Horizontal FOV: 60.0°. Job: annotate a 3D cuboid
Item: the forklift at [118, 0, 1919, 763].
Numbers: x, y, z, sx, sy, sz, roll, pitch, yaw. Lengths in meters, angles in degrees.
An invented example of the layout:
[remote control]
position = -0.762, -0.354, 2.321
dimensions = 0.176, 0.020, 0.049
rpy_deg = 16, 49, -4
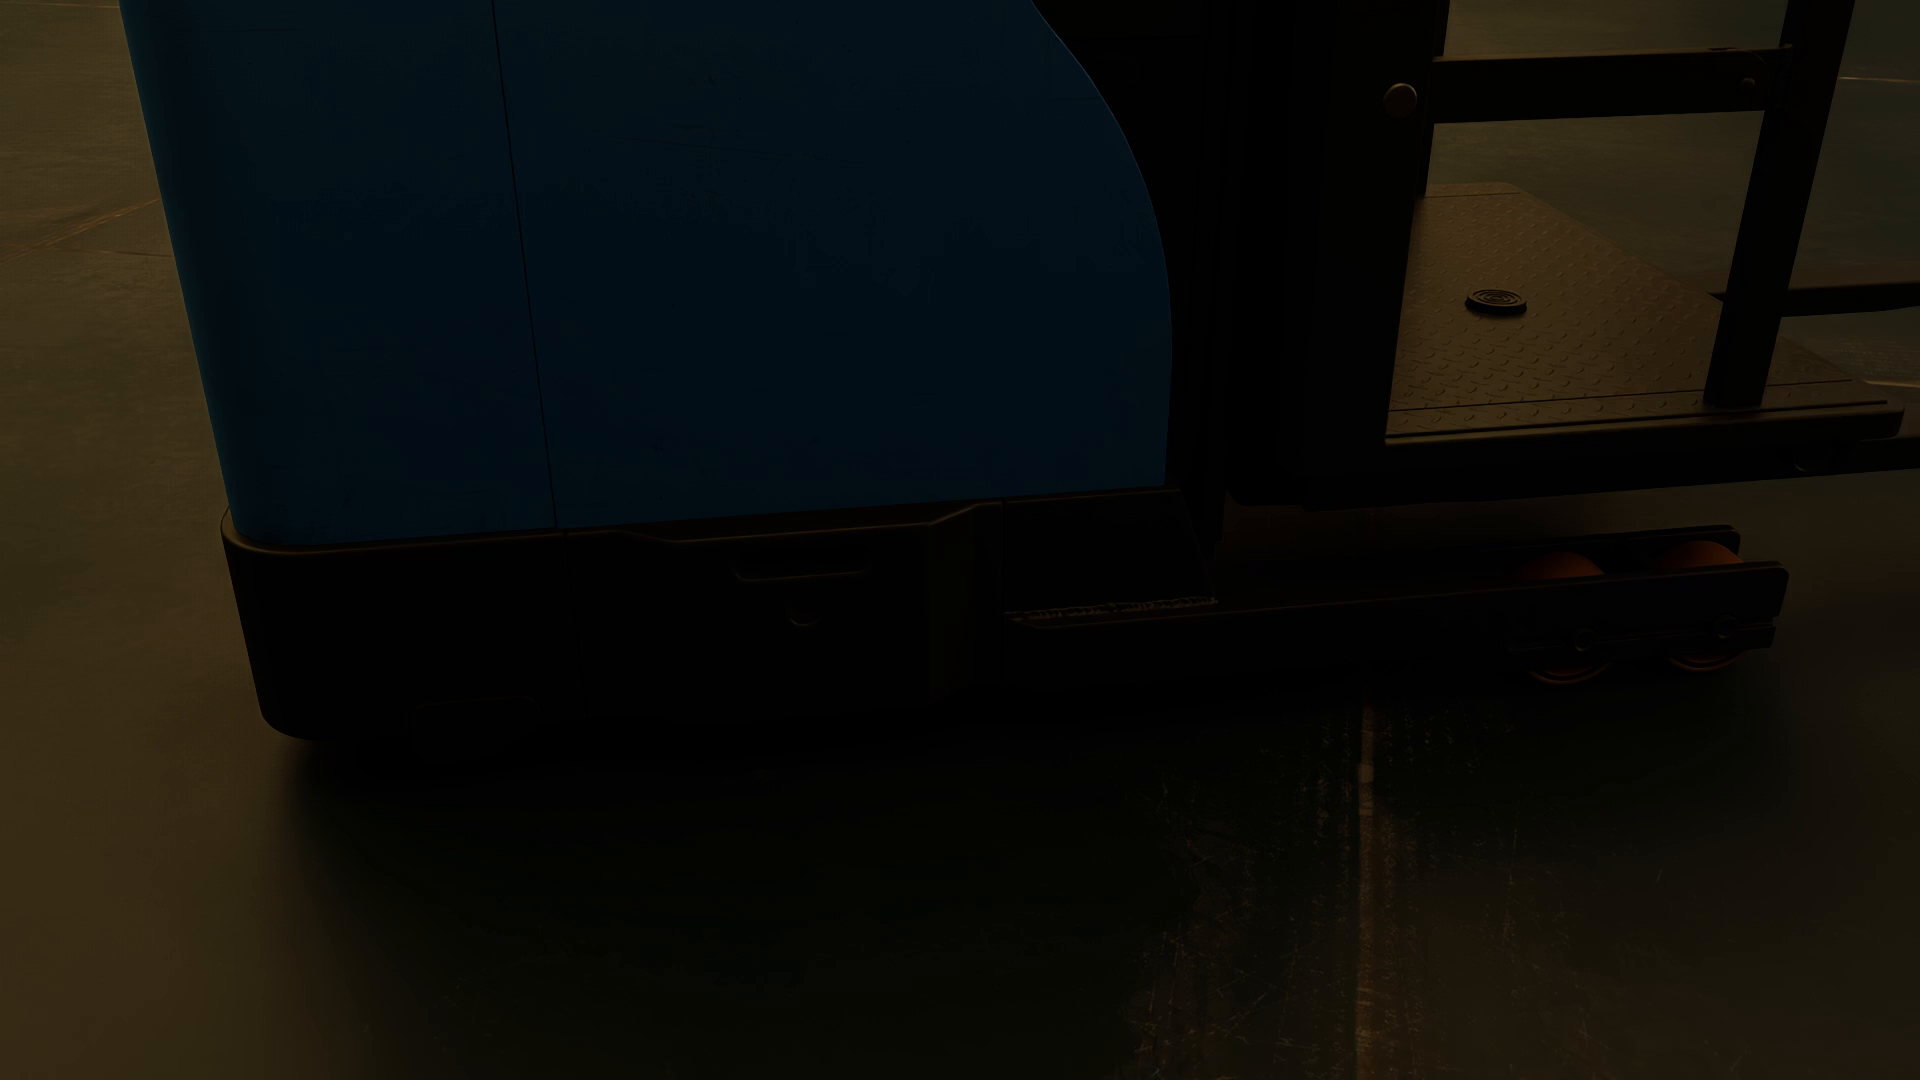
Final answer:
[forklift]
position = 0.600, -1.354, 1.930
dimensions = 3.031, 2.935, 1.130
rpy_deg = -4, 27, -9
